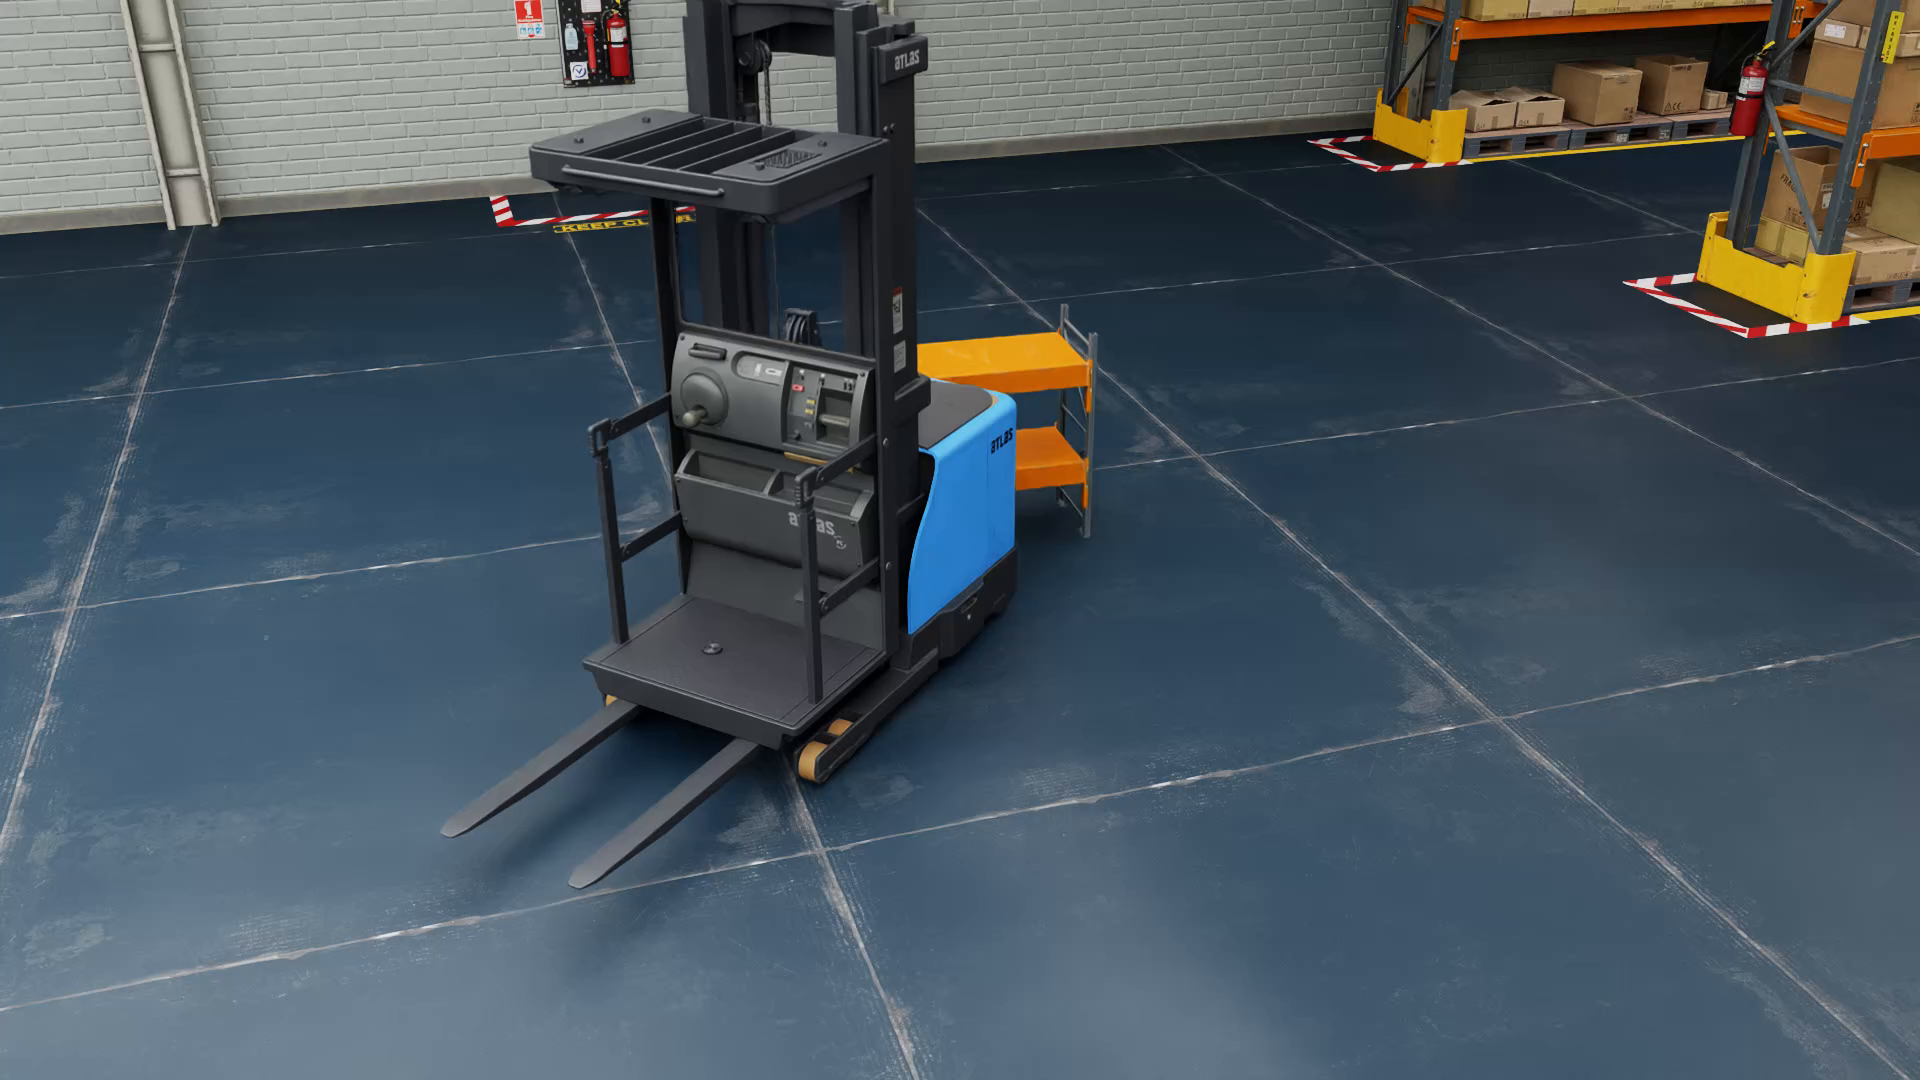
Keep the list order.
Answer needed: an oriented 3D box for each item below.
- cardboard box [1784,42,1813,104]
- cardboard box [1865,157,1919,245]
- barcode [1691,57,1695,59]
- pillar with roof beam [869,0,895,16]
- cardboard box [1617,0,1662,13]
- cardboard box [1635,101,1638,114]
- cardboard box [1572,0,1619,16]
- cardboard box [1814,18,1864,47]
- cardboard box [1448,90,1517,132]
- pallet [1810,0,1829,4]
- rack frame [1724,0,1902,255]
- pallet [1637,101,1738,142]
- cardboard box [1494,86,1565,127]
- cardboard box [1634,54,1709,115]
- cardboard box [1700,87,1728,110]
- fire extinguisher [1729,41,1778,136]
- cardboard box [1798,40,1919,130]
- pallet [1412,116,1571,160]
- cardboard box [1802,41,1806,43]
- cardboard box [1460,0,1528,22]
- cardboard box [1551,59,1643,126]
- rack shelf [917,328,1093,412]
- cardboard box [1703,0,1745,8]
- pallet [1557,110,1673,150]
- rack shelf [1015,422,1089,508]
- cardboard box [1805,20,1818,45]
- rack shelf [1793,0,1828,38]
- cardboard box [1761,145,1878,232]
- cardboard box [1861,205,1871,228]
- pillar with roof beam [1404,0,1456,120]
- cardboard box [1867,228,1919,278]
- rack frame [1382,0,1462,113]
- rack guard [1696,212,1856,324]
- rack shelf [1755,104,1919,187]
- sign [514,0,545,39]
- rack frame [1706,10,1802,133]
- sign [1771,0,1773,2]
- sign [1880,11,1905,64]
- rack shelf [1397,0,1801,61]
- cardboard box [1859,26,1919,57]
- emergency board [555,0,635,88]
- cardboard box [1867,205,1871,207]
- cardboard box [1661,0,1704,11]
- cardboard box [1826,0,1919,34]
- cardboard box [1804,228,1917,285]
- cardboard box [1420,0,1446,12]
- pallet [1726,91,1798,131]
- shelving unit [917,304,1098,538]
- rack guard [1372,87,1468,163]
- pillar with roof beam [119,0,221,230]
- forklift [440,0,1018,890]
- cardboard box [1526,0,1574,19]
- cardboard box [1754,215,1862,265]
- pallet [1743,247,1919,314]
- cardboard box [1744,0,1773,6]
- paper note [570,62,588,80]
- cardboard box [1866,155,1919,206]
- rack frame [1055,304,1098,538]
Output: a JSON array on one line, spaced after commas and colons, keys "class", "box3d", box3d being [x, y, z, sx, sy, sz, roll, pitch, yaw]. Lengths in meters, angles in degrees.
[{"class": "cardboard box", "box3d": [8.979, -4.977, 17.718, 0.500, 0.500, 0.700, -7, 27, -14]}, {"class": "cardboard box", "box3d": [7.072, -2.488, 12.165, 0.500, 0.500, 0.500, -8, 28, -16]}, {"class": "barcode", "box3d": [7.696, -5.039, 17.483, 0.075, 0.075, 0.001, -8, 28, -16]}, {"class": "pillar with roof beam", "box3d": [0.506, -5.743, 10.199, 0.400, 9.000, 9.100, -8, 28, -16]}, {"class": "cardboard box", "box3d": [6.500, -5.329, 16.257, 0.500, 0.250, 0.500, -8, 28, -16]}, {"class": "cardboard box", "box3d": [6.757, -4.500, 17.151, 0.250, 0.149, 0.380, -11, 28, -20]}, {"class": "cardboard box", "box3d": [6.018, -5.260, 16.119, 0.500, 0.250, 0.500, -9, 28, -17]}, {"class": "cardboard box", "box3d": [6.322, -3.615, 11.816, 0.250, 0.149, 0.380, -9, 28, -17]}, {"class": "cardboard box", "box3d": [5.166, -4.290, 16.548, 0.500, 0.311, 0.500, -12, 29, -22]}, {"class": "pallet", "box3d": [9.056, -5.749, 17.173, 1.213, 0.211, 1.003, -8, 28, -16]}, {"class": "rack frame", "box3d": [6.018, -3.146, 11.715, 0.127, 3.000, 1.000, -8, 28, -16]}, {"class": "pallet", "box3d": [7.656, -4.435, 17.446, 1.213, 0.211, 1.003, -8, 28, -16]}, {"class": "cardboard box", "box3d": [5.708, -4.369, 16.706, 0.500, 0.311, 0.500, -6, 27, -12]}, {"class": "cardboard box", "box3d": [7.309, -4.709, 17.178, 0.500, 0.500, 0.500, -10, 28, -20]}, {"class": "cardboard box", "box3d": [7.784, -4.633, 17.400, 0.250, 0.166, 0.380, -12, 29, -23]}, {"class": "fire extinguisher", "box3d": [5.762, -3.292, 12.095, 0.183, 0.674, 0.296, -8, 28, -16]}, {"class": "cardboard box", "box3d": [6.466, -3.250, 11.811, 0.500, 0.500, 0.700, -8, 28, -16]}, {"class": "pallet", "box3d": [5.336, -4.099, 16.769, 1.213, 0.211, 1.003, -8, 28, -16]}, {"class": "cardboard box", "box3d": [9.454, -5.069, 17.904, 0.500, 0.500, 0.700, -9, 28, -17]}, {"class": "cardboard box", "box3d": [5.043, -5.115, 15.826, 0.500, 0.250, 0.500, -9, 28, -18]}, {"class": "cardboard box", "box3d": [6.421, -4.533, 16.825, 0.500, 0.500, 0.700, -10, 28, -19]}, {"class": "rack shelf", "box3d": [0.116, -0.829, 8.497, 1.000, 0.278, 0.538, -7, 27, -13]}, {"class": "cardboard box", "box3d": [7.451, -5.474, 16.550, 0.500, 0.250, 0.500, -8, 28, -16]}, {"class": "pallet", "box3d": [6.494, -4.265, 17.104, 1.213, 0.211, 1.003, -8, 28, -16]}, {"class": "rack shelf", "box3d": [0.116, -0.348, 8.736, 1.000, 0.278, 0.538, -7, 27, -13]}, {"class": "cardboard box", "box3d": [9.396, -5.375, 17.677, 0.500, 0.250, 0.500, -9, 28, -17]}, {"class": "rack shelf", "box3d": [10.186, -5.744, 17.757, 4.000, 0.370, 1.077, -8, 28, -16]}, {"class": "cardboard box", "box3d": [6.436, -2.639, 12.468, 0.500, 0.500, 0.500, -8, 28, -16]}, {"class": "cardboard box", "box3d": [6.908, -2.376, 12.782, 0.500, 0.250, 0.500, -8, 28, -16]}, {"class": "pillar with roof beam", "box3d": [6.211, -6.569, 11.863, 0.400, 9.000, 9.100, -8, 28, -16]}, {"class": "cardboard box", "box3d": [7.071, -2.153, 12.334, 0.500, 0.250, 0.500, -8, 28, -16]}, {"class": "rack frame", "box3d": [4.481, -5.240, 15.932, 0.127, 3.000, 1.000, -8, 28, -16]}, {"class": "rack guard", "box3d": [5.995, -2.024, 12.264, 0.348, 0.500, 1.175, -8, 28, -16]}, {"class": "rack shelf", "box3d": [7.920, -3.100, 12.429, 4.000, 0.370, 1.077, -8, 28, -16]}, {"class": "sign", "box3d": [-3.746, -4.536, 14.473, 0.234, 0.329, 0.001, -8, 28, -16]}, {"class": "rack frame", "box3d": [8.284, -5.791, 17.042, 0.127, 3.000, 1.000, -8, 28, -16]}, {"class": "sign", "box3d": [5.863, -4.002, 11.870, 0.005, 0.325, 0.100, -8, 28, -16]}, {"class": "sign", "box3d": [6.184, -3.334, 11.030, 0.005, 0.325, 0.100, -8, 28, -16]}, {"class": "rack shelf", "box3d": [6.382, -5.194, 16.647, 4.000, 0.370, 1.077, -8, 28, -16]}, {"class": "cardboard box", "box3d": [6.458, -3.445, 11.474, 0.250, 0.149, 0.380, -8, 28, -16]}, {"class": "emergency board", "box3d": [-3.188, -4.552, 14.546, 0.643, 1.169, 0.194, -8, 28, -16]}, {"class": "cardboard box", "box3d": [7.383, -2.445, 12.922, 0.500, 0.250, 0.500, -8, 28, -16]}, {"class": "cardboard box", "box3d": [6.978, -5.399, 16.397, 0.500, 0.250, 0.500, -8, 28, -16]}, {"class": "cardboard box", "box3d": [6.516, -3.838, 11.537, 0.500, 0.500, 0.700, -8, 28, -16]}, {"class": "cardboard box", "box3d": [6.597, -2.083, 12.192, 0.500, 0.250, 0.500, -8, 28, -16]}, {"class": "cardboard box", "box3d": [4.865, -5.329, 16.256, 0.500, 0.250, 0.500, -8, 27, -15]}, {"class": "pallet", "box3d": [9.024, -4.650, 17.879, 1.213, 0.211, 1.003, -8, 28, -16]}, {"class": "shelving unit", "box3d": [0.116, -0.567, 8.627, 1.048, 1.125, 0.538, -7, 27, -13]}, {"class": "rack guard", "box3d": [4.553, -4.131, 16.509, 0.348, 0.500, 1.175, -8, 28, -16]}, {"class": "pillar with roof beam", "box3d": [-5.199, -4.917, 8.534, 0.400, 9.000, 9.100, -8, 28, -16]}, {"class": "forklift", "box3d": [-0.879, -0.557, 6.575, 1.130, 2.935, 3.031, 14, 30, 26]}, {"class": "cardboard box", "box3d": [5.532, -5.193, 15.982, 0.500, 0.250, 0.500, -9, 28, -18]}, {"class": "cardboard box", "box3d": [6.437, -2.302, 12.633, 0.500, 0.250, 0.500, -8, 28, -16]}, {"class": "pallet", "box3d": [6.732, -2.021, 12.582, 1.213, 0.211, 1.003, -8, 28, -16]}, {"class": "cardboard box", "box3d": [7.927, -5.540, 16.681, 0.500, 0.250, 0.500, -8, 28, -16]}, {"class": "paper note", "box3d": [-3.378, -4.162, 14.752, 0.142, 0.148, 0.016, -8, 28, -16]}, {"class": "cardboard box", "box3d": [7.382, -2.782, 12.758, 0.500, 0.500, 0.500, -8, 28, -16]}, {"class": "rack frame", "box3d": [0.607, -0.625, 8.745, 0.032, 1.125, 0.500, -7, 27, -13]}]
